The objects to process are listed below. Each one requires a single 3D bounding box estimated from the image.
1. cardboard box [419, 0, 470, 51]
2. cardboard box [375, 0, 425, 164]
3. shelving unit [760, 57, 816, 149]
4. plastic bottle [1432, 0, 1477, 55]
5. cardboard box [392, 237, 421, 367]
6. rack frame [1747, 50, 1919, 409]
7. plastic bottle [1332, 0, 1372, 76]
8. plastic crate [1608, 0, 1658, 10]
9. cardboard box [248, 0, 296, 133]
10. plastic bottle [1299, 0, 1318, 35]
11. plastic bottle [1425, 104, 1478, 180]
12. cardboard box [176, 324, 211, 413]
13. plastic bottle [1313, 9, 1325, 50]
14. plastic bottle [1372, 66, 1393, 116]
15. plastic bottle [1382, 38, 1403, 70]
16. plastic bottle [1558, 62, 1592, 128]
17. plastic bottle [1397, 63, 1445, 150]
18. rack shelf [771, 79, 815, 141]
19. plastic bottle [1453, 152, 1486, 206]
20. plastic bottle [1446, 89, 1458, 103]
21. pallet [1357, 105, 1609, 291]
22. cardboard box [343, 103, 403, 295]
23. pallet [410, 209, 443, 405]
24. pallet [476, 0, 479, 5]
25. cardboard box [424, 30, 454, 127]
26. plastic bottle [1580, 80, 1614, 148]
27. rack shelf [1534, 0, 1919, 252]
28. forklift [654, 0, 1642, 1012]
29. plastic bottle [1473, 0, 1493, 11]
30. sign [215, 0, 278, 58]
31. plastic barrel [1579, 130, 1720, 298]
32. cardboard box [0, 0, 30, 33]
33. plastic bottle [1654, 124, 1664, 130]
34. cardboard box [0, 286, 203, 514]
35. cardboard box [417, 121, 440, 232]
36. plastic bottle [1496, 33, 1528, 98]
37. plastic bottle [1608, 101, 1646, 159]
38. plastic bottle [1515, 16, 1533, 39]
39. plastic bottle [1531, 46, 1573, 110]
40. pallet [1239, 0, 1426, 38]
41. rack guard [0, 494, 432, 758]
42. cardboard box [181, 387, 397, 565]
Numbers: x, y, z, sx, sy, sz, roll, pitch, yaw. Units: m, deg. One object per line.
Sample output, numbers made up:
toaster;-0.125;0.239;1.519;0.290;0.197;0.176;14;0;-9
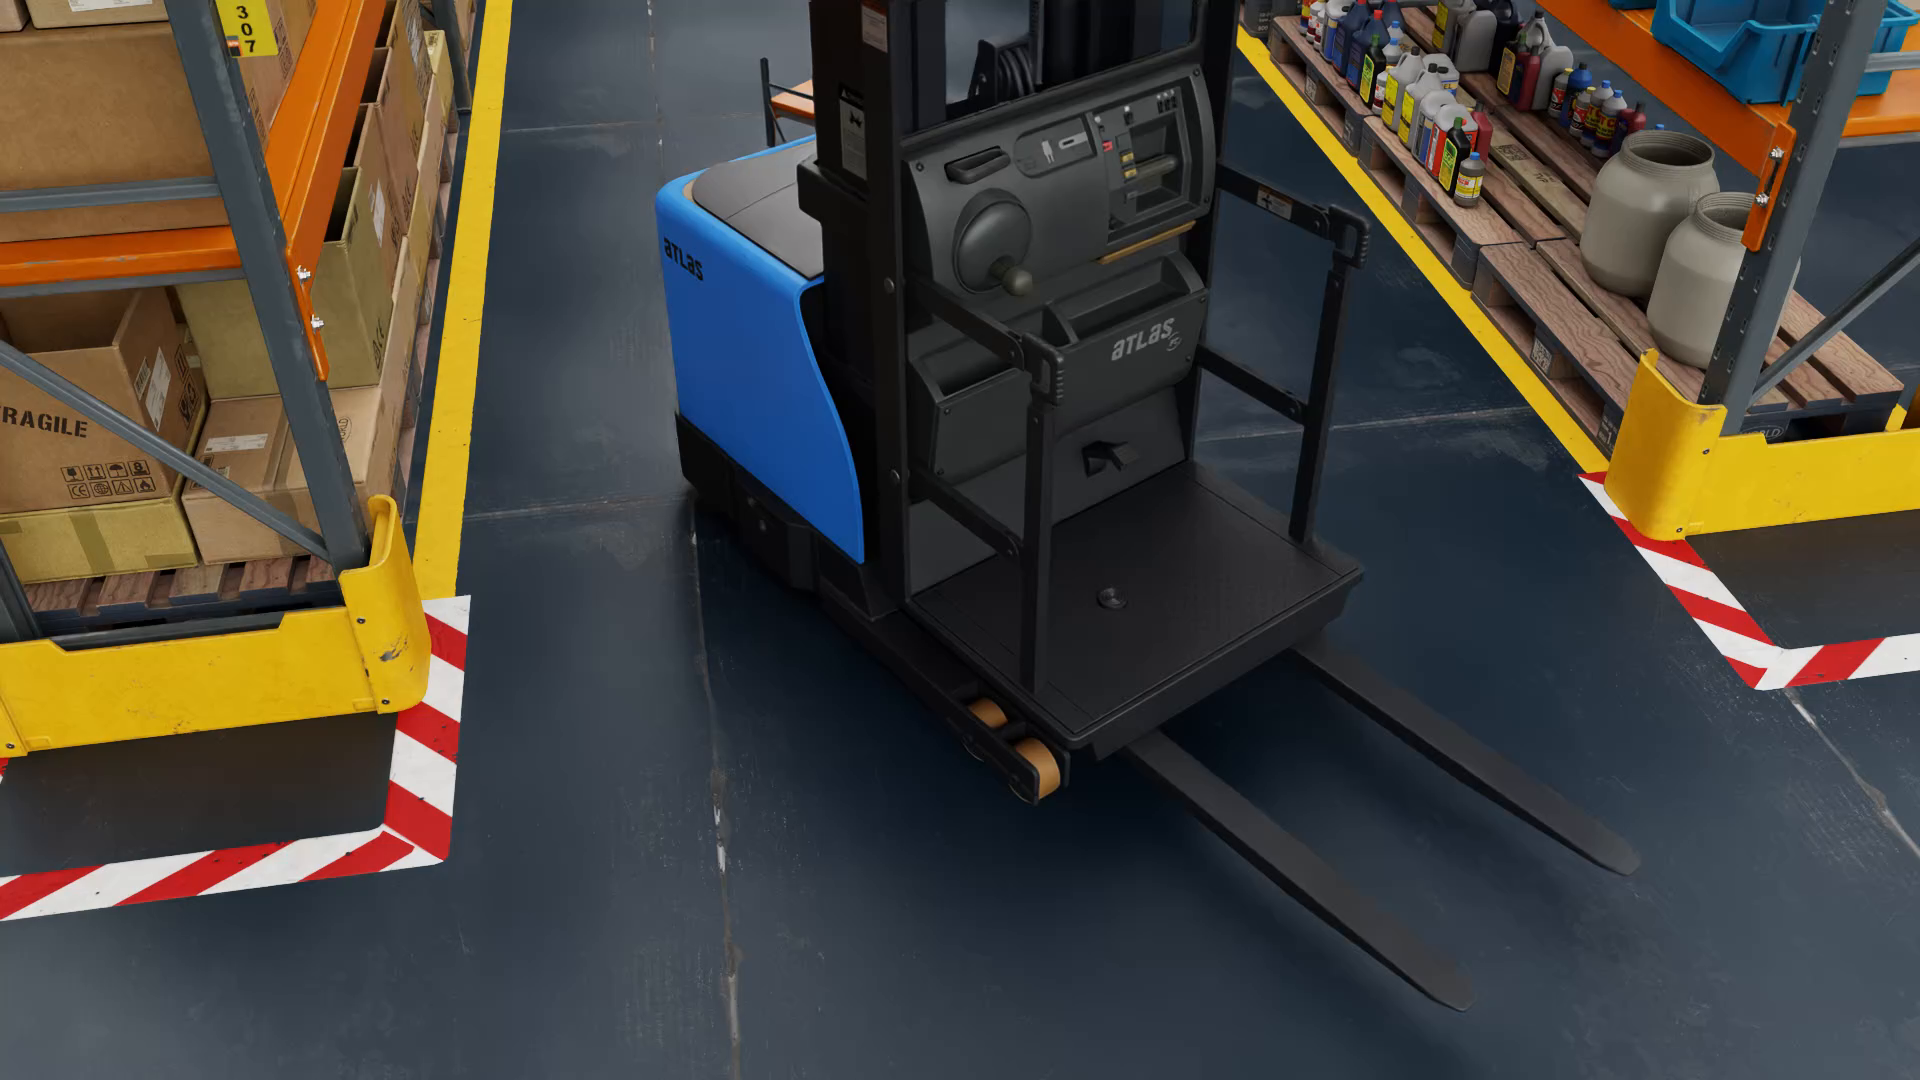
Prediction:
cardboard box;-2.635;-2.537;7.969;0.500;0.250;0.500;-7;38;-9
cardboard box;-2.344;-1.701;6.283;0.500;0.500;0.500;-6;38;-8
shelving unit;-0.376;-1.123;5.713;0.258;1.200;0.503;25;44;29
plastic bottle;2.324;-2.471;7.786;0.144;0.351;0.185;-6;38;-8
cardboard box;-2.160;-0.802;5.736;0.500;0.250;0.500;-6;38;-8
rack frame;2.774;-1.301;4.480;0.949;2.616;0.053;-6;38;-8
plastic bottle;1.802;-2.313;7.582;0.144;0.351;0.185;-5;38;-7
plastic crate;2.280;-1.905;5.379;0.499;0.251;0.408;-6;38;-8
cardboard box;-2.273;-1.410;4.538;0.700;0.500;0.500;-5;38;-7
plastic bottle;1.693;-2.574;7.983;0.097;0.271;0.097;0;38;0
plastic bottle;2.000;-1.616;6.747;0.152;0.276;0.135;-6;38;-8
cardboard box;-2.591;-0.443;5.275;0.500;0.250;0.500;-6;38;-8
plastic bottle;1.729;-2.423;7.847;0.097;0.201;0.097;0;38;0
plastic bottle;1.862;-1.966;7.258;0.097;0.201;0.097;0;38;0
plastic bottle;1.898;-2.082;7.351;0.097;0.271;0.097;0;38;0
plastic bottle;2.646;-1.916;7.136;0.097;0.271;0.097;0;38;0
plastic bottle;1.942;-1.829;6.960;0.144;0.351;0.185;-5;38;-6
rack shelf;-0.381;-1.435;5.475;0.258;0.148;0.480;25;44;29
plastic bottle;2.017;-1.432;6.570;0.097;0.201;0.097;0;38;0
plastic bottle;2.053;-1.810;7.057;0.097;0.201;0.097;0;38;0
pallet;2.363;-1.467;6.967;1.003;0.211;1.213;-6;38;-8
cardboard box;-2.172;-1.097;5.505;0.500;0.500;0.500;-6;38;-8
pallet;-2.493;-0.862;6.188;1.003;0.211;1.213;-6;38;-8
pallet;-3.193;-3.265;9.280;1.003;0.211;1.213;-6;38;-8
cardboard box;-2.512;-2.010;7.291;0.500;0.250;0.500;-6;38;-8
plastic bottle;2.682;-1.793;6.979;0.097;0.271;0.097;0;38;0
rack shelf;2.420;-2.225;6.255;1.077;0.370;4.000;-6;38;-8
forklift;1.362;-2.420;5.350;5.263;3.703;5.146;-26;45;-29
plastic bottle;2.466;-2.487;7.806;0.144;0.351;0.185;-7;38;-9
sign;-1.559;-1.200;3.579;0.100;0.325;0.005;-6;38;-8
plastic barrel;2.492;-1.176;6.005;0.421;0.512;0.421;0;38;0
cardboard box;-2.362;-1.276;3.838;0.380;0.149;0.250;-7;38;-9
plastic bottle;2.759;-1.526;6.634;0.097;0.271;0.097;0;38;0
cardboard box;-2.494;-0.439;4.657;0.500;0.500;0.500;-6;38;-8
cardboard box;-2.332;-1.406;6.514;0.500;0.250;0.500;-6;38;-8
plastic bottle;2.460;-2.123;7.393;0.061;0.283;0.133;-6;38;-8
plastic bottle;2.738;-1.669;6.809;0.061;0.283;0.133;-6;38;-7
plastic bottle;2.569;-2.250;7.557;0.061;0.283;0.133;-4;38;-5
plastic bottle;2.581;-2.048;7.302;0.152;0.276;0.135;-6;38;-7
pallet;1.893;-3.086;9.050;1.003;0.211;1.213;-6;38;-8
rack guard;-2.103;0.231;4.545;1.175;0.500;0.348;-6;38;-8
cardboard box;-1.982;-0.198;4.959;0.500;0.250;0.500;-6;38;-8
